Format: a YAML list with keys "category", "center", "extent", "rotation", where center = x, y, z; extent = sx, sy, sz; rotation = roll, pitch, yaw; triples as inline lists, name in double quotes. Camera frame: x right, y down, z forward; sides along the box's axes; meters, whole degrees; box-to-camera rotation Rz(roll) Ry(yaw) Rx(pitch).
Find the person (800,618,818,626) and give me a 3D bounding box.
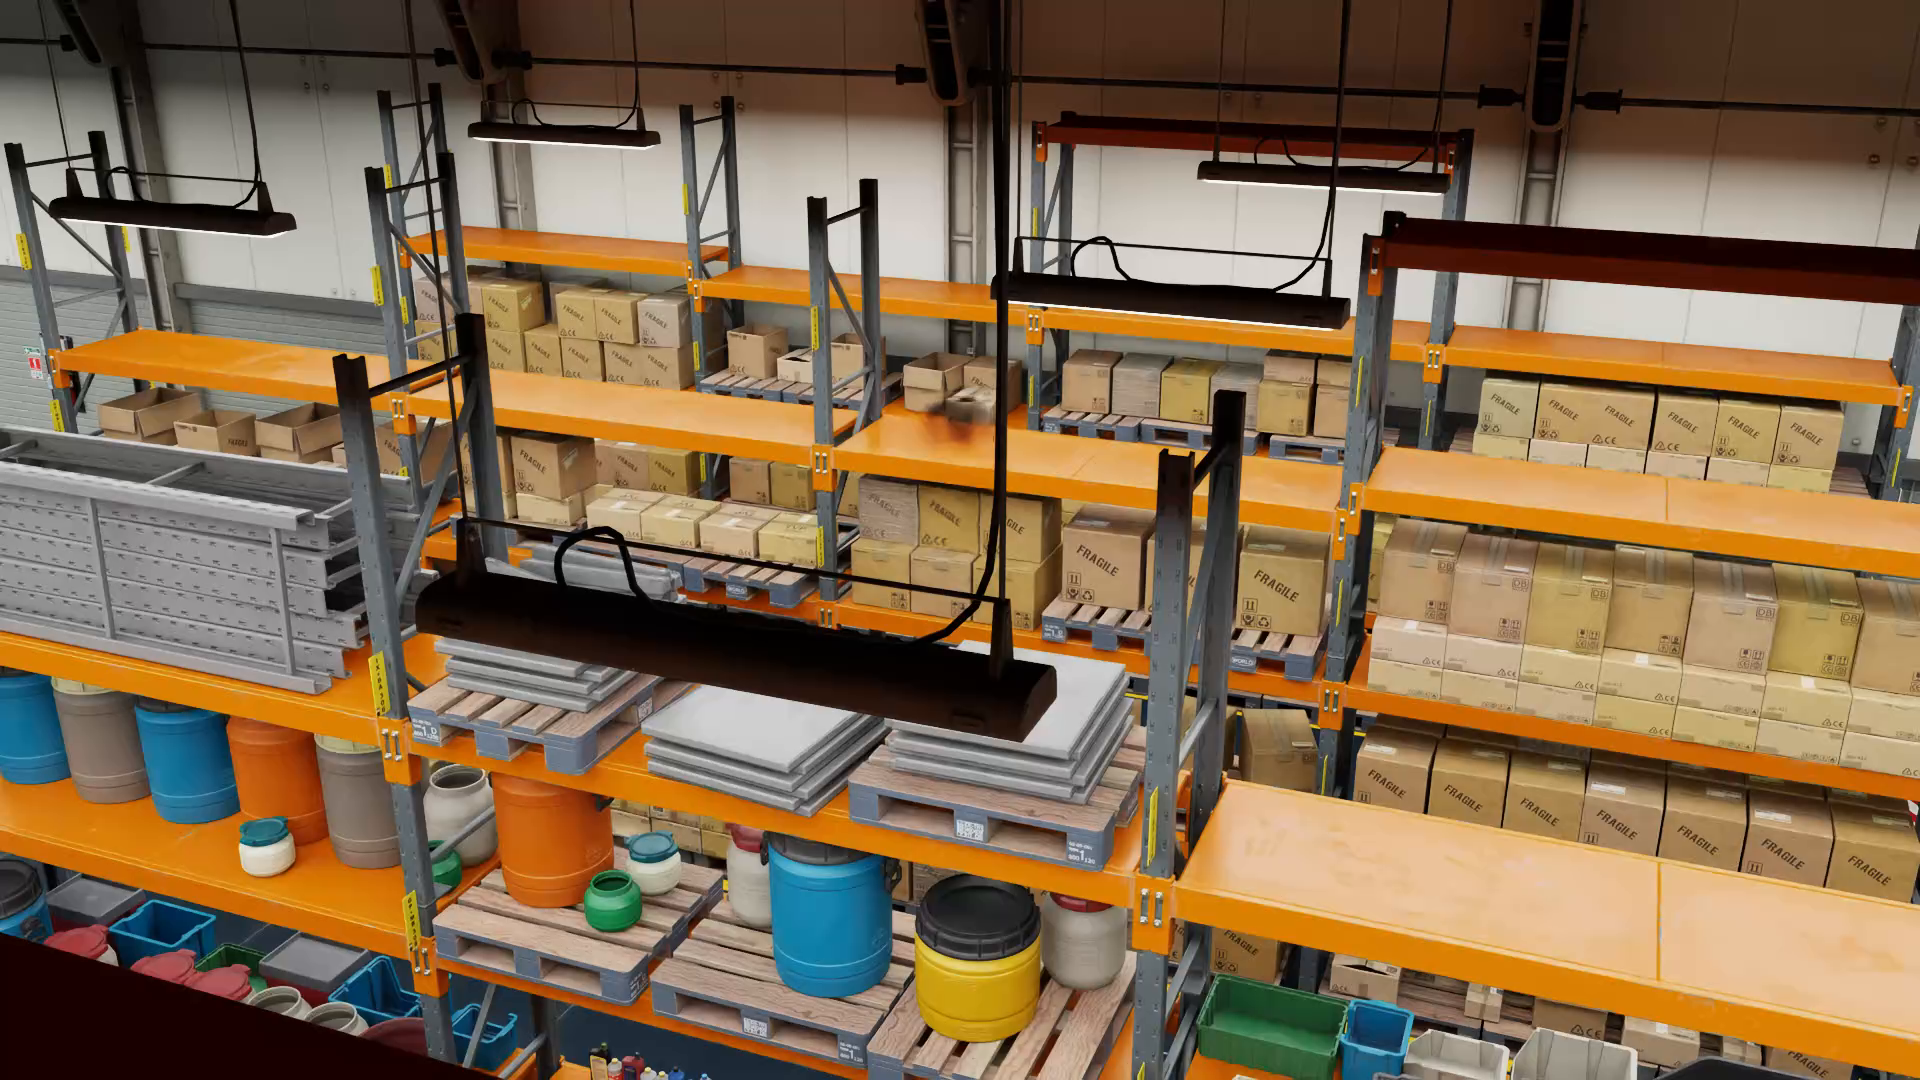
- category: "person"
  center: [-1.277, 1.442, 16.146]
  extent: [0.556, 1.804, 0.542]
  rotation: [-4, 21, -12]
